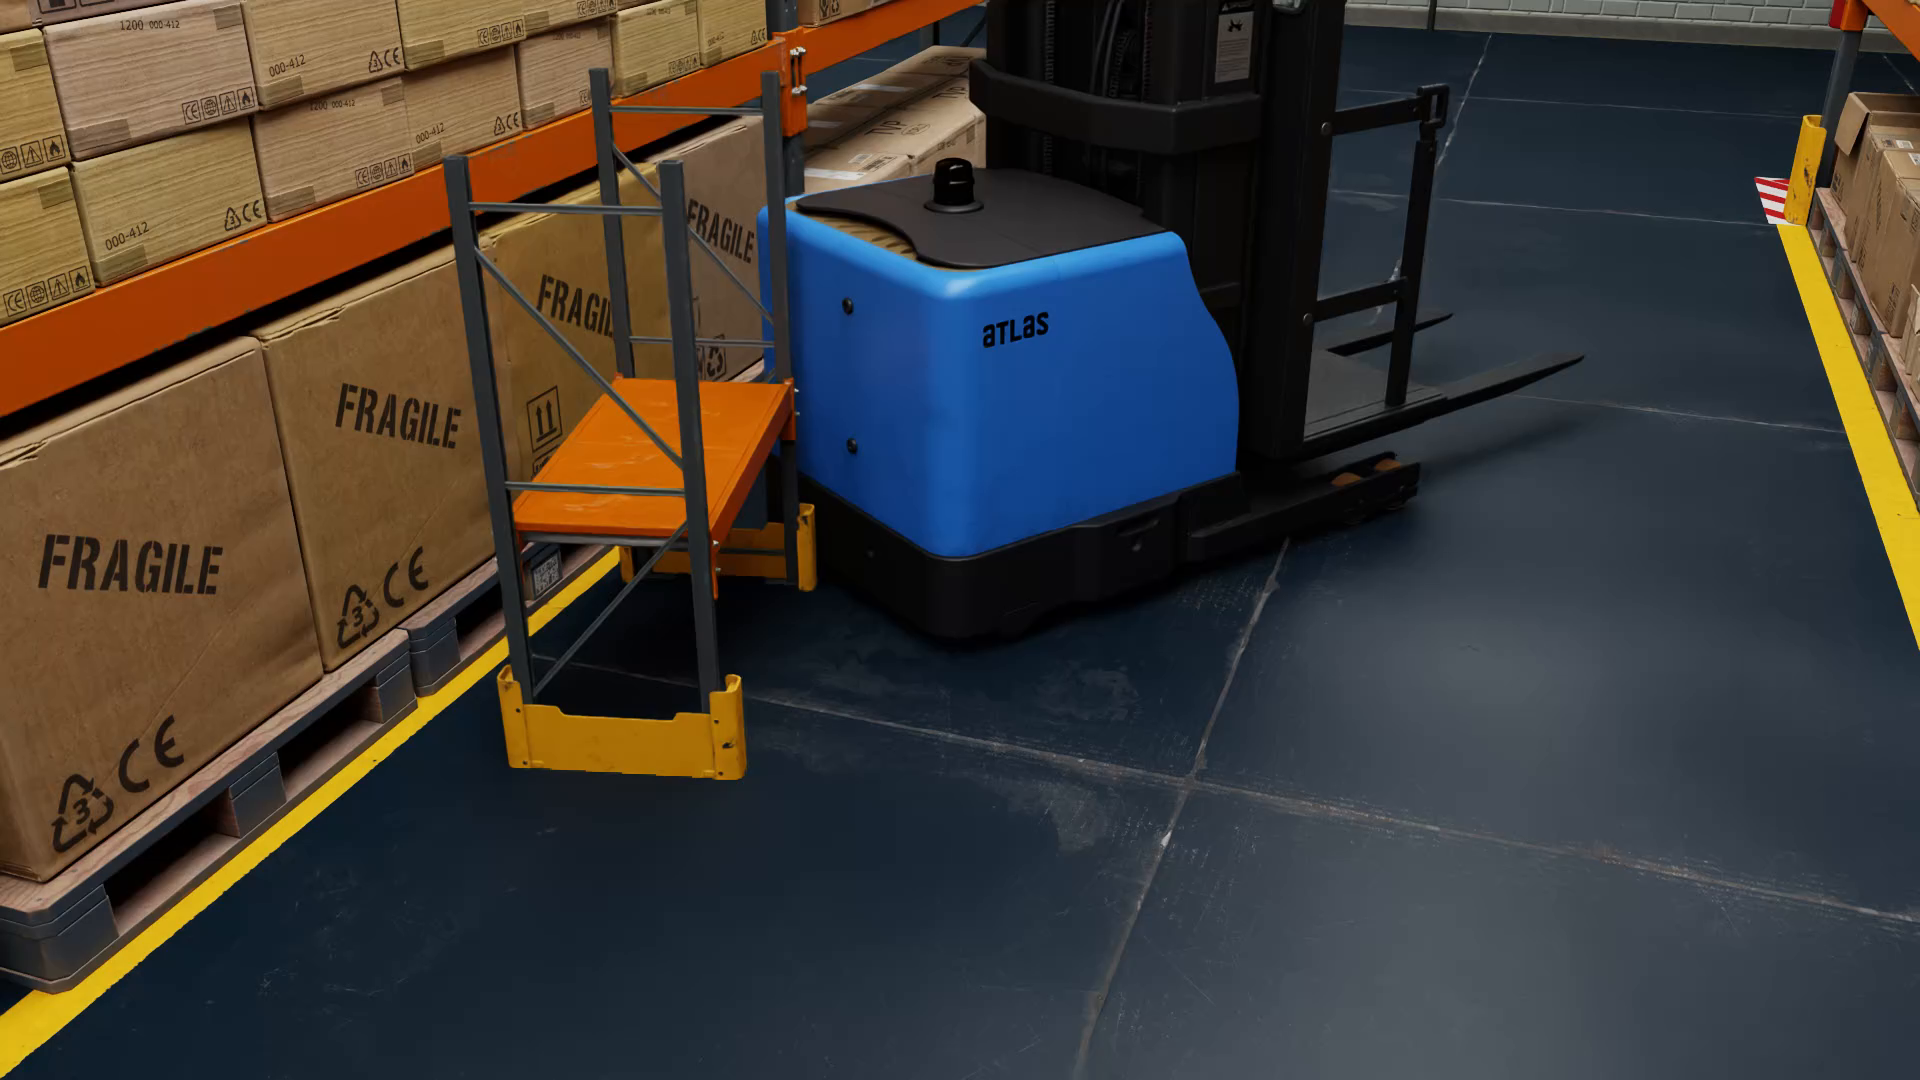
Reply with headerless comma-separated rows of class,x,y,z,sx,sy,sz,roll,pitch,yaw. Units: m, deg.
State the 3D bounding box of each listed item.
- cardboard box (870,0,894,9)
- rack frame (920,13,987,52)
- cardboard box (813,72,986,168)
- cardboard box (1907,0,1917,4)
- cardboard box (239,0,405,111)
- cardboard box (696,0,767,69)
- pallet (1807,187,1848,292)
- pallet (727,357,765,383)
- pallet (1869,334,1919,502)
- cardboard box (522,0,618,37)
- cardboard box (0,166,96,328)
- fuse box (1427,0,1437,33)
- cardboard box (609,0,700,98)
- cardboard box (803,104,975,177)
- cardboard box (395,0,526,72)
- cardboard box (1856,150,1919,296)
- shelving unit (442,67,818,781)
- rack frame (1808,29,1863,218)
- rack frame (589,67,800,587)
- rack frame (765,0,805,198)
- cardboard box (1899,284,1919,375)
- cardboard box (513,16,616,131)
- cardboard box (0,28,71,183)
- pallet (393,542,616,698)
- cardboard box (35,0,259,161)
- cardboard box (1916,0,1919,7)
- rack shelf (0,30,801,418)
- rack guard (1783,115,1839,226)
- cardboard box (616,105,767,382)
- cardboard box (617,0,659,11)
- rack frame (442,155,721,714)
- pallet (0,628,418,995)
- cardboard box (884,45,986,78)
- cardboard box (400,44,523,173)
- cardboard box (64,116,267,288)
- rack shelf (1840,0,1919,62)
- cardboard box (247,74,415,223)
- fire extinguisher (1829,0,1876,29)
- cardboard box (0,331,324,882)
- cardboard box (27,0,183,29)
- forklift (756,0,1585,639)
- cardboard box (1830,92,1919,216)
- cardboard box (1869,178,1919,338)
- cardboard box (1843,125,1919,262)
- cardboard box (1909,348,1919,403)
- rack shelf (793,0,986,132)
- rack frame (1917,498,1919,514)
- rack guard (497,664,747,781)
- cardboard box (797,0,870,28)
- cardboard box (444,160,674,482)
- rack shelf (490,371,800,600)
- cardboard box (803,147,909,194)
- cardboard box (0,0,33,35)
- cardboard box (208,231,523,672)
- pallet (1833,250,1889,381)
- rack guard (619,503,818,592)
cardboard box,-0.507,-2.485,6.826,0.500,0.500,0.500,9,27,18
rack frame,0.250,-3.723,9.497,1.000,3.000,0.127,9,27,17
cardboard box,-0.172,-2.096,8.595,0.875,0.438,0.875,9,27,19
cardboard box,4.088,-2.274,6.793,0.380,0.149,0.250,8,27,16
cardboard box,-1.661,-1.181,3.845,0.500,0.250,0.500,9,27,17
cardboard box,-0.993,-1.791,5.679,0.500,0.250,0.500,8,27,16
pallet,4.642,-1.391,7.880,1.003,0.211,1.213,9,27,17
pallet,-1.267,-0.496,6.033,1.003,0.211,1.213,9,27,17
pallet,3.830,-0.388,5.809,1.003,0.211,1.213,9,27,17
cardboard box,-1.325,-1.600,4.711,0.500,0.250,0.500,9,27,19
cardboard box,-2.013,-0.533,3.080,0.500,0.250,0.500,8,27,17
fuse box,4.036,-5.099,13.818,0.539,1.711,0.414,9,27,17
cardboard box,-1.164,-1.582,5.247,0.500,0.250,0.500,8,27,17
cardboard box,-0.474,-1.726,7.830,0.875,0.438,0.875,8,27,16
cardboard box,-1.479,-1.387,4.271,0.500,0.250,0.500,9,27,18
cardboard box,4.047,-1.283,6.844,0.500,0.500,0.500,9,27,18
shelving unit,-0.770,-0.335,4.221,0.587,1.500,1.083,2,26,5
rack frame,4.932,-3.005,8.014,1.000,3.000,0.127,9,27,17
rack frame,-0.721,-0.552,4.668,0.500,1.500,0.032,2,26,5
rack frame,-1.082,-2.079,6.102,1.000,3.000,0.127,9,27,17
cardboard box,3.628,-0.738,5.987,0.396,0.266,0.258,10,27,19
cardboard box,-1.350,-1.377,4.824,0.500,0.250,0.500,8,27,16
cardboard box,-2.011,-0.765,2.987,0.500,0.250,0.500,9,27,17
pallet,-1.672,0.007,4.994,1.003,0.211,1.213,9,27,17
cardboard box,-1.838,-0.978,3.426,0.500,0.250,0.500,9,27,19
cardboard box,4.019,-2.163,6.564,0.380,0.149,0.250,9,27,19
rack shelf,-1.747,-0.934,4.562,1.077,0.370,4.000,9,27,17
rack guard,4.906,-1.849,8.494,1.175,0.500,0.348,9,27,17
cardboard box,-1.212,-1.046,5.924,0.875,0.875,0.875,10,27,19
cardboard box,-1.158,-1.814,5.153,0.500,0.250,0.500,9,27,19
rack frame,-0.821,-0.111,3.758,0.500,1.500,0.032,2,26,5
pallet,-2.079,0.507,3.962,1.003,0.211,1.213,9,27,17
cardboard box,0.124,-2.473,9.374,0.875,0.438,0.875,8,27,16
cardboard box,-1.517,-1.164,4.385,0.500,0.250,0.500,9,27,17
cardboard box,-1.858,-0.746,3.521,0.500,0.250,0.500,8,27,16
rack shelf,4.266,-1.859,6.473,1.077,0.370,4.000,9,27,17
cardboard box,-1.678,-0.961,3.965,0.500,0.250,0.500,10,27,19
fire extinguisher,4.545,-2.930,8.375,0.296,0.674,0.183,9,27,17
cardboard box,-2.104,0.060,3.640,0.875,0.875,0.875,8,27,17
cardboard box,-1.862,-1.303,3.237,0.500,0.500,0.500,9,27,18
forklift,0.889,-1.537,5.061,3.031,2.935,1.130,-17,31,-32
cardboard box,4.639,-1.833,7.976,0.797,0.503,0.637,8,27,15
cardboard box,3.972,-1.059,6.381,0.700,0.500,0.500,8,27,15
cardboard box,4.317,-1.485,7.263,0.700,0.500,0.500,10,28,20
cardboard box,3.509,-0.538,5.709,0.380,0.149,0.250,8,27,16
rack shelf,-0.416,-2.577,7.957,1.077,0.370,4.000,9,27,17
rack frame,3.600,-1.361,4.619,1.000,3.000,0.127,9,27,17
rack guard,-0.819,0.443,4.047,0.587,0.250,0.087,2,26,5
cardboard box,-0.678,-2.279,6.401,0.500,0.500,0.500,10,27,19
cardboard box,-1.506,-0.673,5.155,0.875,0.875,0.875,10,27,19
rack shelf,-0.771,-0.169,4.291,0.538,0.185,1.000,2,26,5
cardboard box,-0.771,-1.358,7.070,0.875,0.438,0.875,8,27,17
cardboard box,-2.018,-1.098,2.813,0.500,0.500,0.500,8,27,16
cardboard box,-1.804,-0.306,4.396,0.875,0.875,0.875,9,27,18
pallet,4.234,-0.891,6.848,1.003,0.211,1.213,9,27,17
rack guard,-0.721,0.011,4.940,0.587,0.250,0.087,2,26,5
